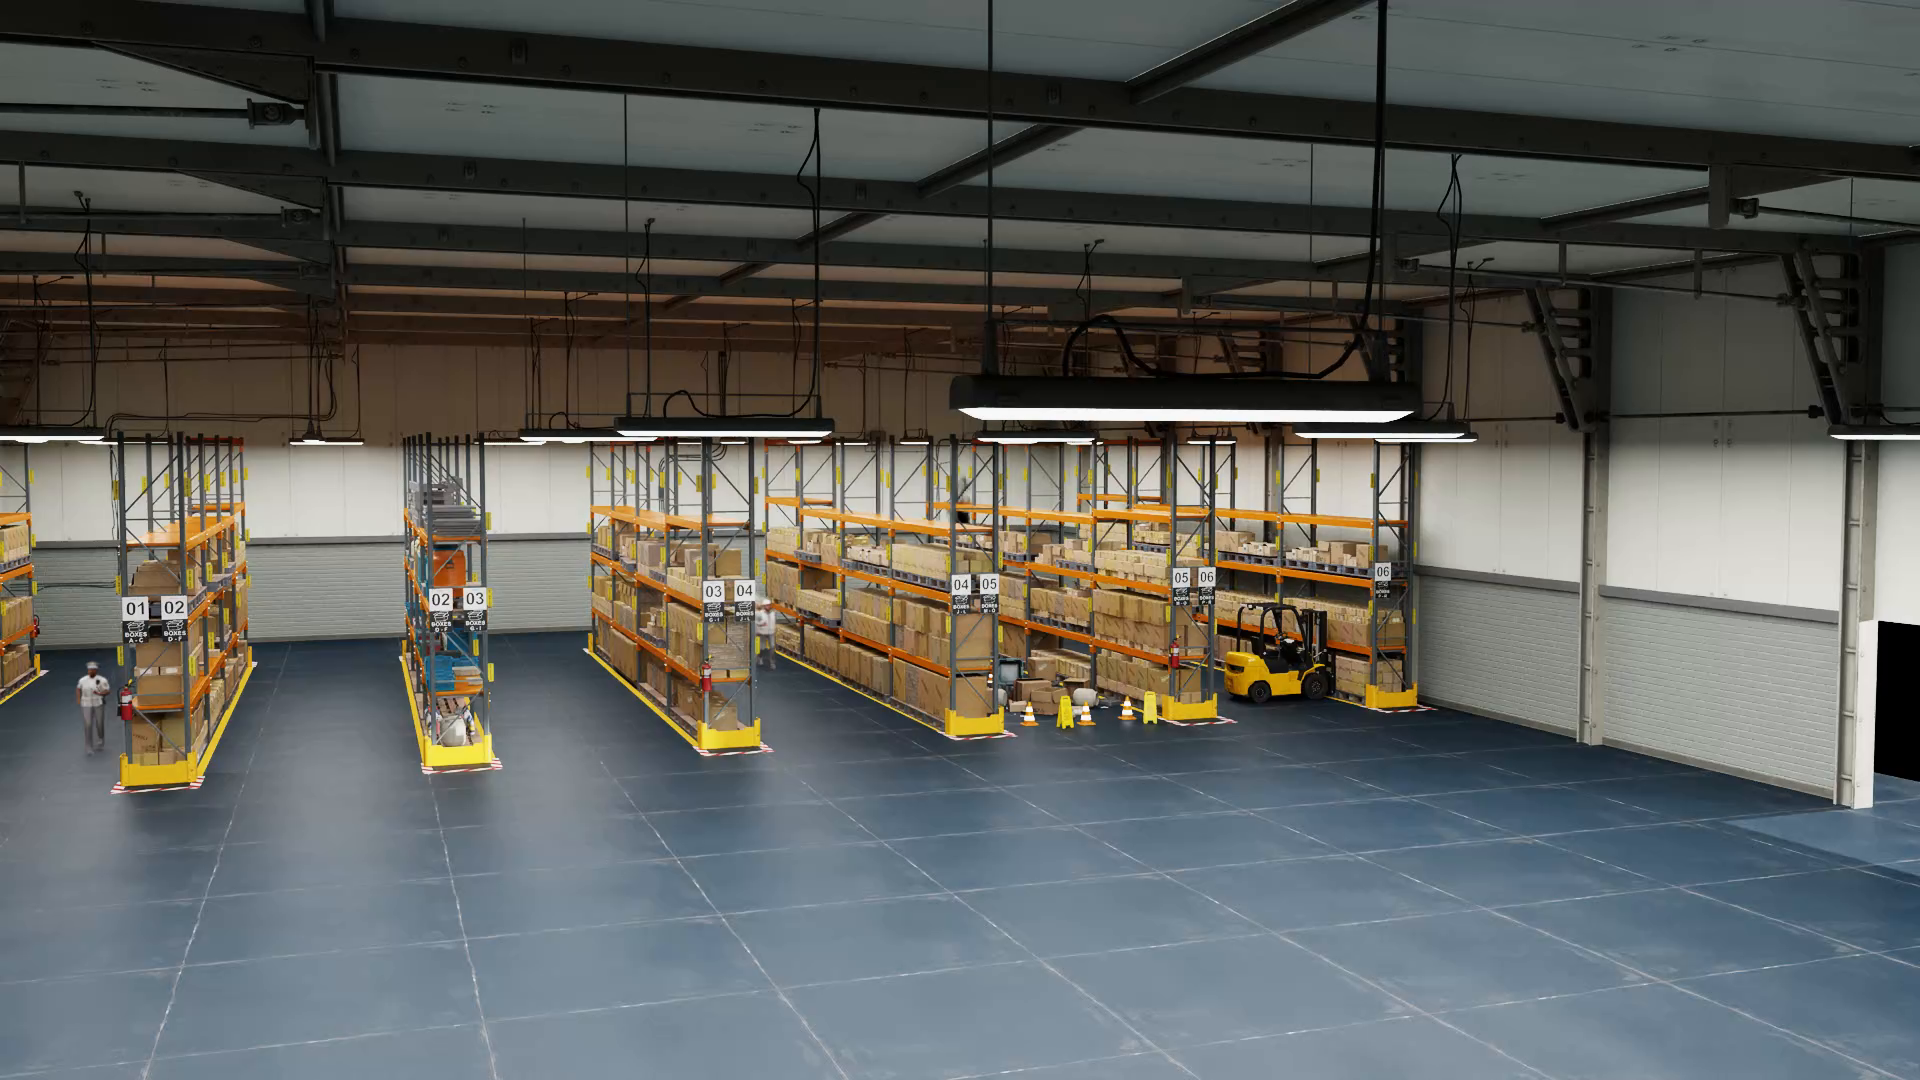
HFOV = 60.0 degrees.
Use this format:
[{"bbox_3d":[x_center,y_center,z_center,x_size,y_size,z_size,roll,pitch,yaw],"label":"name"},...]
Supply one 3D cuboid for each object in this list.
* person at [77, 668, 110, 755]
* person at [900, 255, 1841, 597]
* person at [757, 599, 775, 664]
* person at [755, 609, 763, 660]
[{"bbox_3d":[-16.281,3.141,31.239,0.574,1.644,0.941,-1,3,-23],"label":"person"},{"bbox_3d":[6.186,-0.931,38.871,14.177,8.996,26.246,0,3,-5],"label":"person"},{"bbox_3d":[-5.055,2.373,43.287,0.445,1.686,0.778,-1,3,-23],"label":"person"},{"bbox_3d":[-5.370,2.521,44.468,0.530,1.336,0.645,-1,3,-16],"label":"person"}]
